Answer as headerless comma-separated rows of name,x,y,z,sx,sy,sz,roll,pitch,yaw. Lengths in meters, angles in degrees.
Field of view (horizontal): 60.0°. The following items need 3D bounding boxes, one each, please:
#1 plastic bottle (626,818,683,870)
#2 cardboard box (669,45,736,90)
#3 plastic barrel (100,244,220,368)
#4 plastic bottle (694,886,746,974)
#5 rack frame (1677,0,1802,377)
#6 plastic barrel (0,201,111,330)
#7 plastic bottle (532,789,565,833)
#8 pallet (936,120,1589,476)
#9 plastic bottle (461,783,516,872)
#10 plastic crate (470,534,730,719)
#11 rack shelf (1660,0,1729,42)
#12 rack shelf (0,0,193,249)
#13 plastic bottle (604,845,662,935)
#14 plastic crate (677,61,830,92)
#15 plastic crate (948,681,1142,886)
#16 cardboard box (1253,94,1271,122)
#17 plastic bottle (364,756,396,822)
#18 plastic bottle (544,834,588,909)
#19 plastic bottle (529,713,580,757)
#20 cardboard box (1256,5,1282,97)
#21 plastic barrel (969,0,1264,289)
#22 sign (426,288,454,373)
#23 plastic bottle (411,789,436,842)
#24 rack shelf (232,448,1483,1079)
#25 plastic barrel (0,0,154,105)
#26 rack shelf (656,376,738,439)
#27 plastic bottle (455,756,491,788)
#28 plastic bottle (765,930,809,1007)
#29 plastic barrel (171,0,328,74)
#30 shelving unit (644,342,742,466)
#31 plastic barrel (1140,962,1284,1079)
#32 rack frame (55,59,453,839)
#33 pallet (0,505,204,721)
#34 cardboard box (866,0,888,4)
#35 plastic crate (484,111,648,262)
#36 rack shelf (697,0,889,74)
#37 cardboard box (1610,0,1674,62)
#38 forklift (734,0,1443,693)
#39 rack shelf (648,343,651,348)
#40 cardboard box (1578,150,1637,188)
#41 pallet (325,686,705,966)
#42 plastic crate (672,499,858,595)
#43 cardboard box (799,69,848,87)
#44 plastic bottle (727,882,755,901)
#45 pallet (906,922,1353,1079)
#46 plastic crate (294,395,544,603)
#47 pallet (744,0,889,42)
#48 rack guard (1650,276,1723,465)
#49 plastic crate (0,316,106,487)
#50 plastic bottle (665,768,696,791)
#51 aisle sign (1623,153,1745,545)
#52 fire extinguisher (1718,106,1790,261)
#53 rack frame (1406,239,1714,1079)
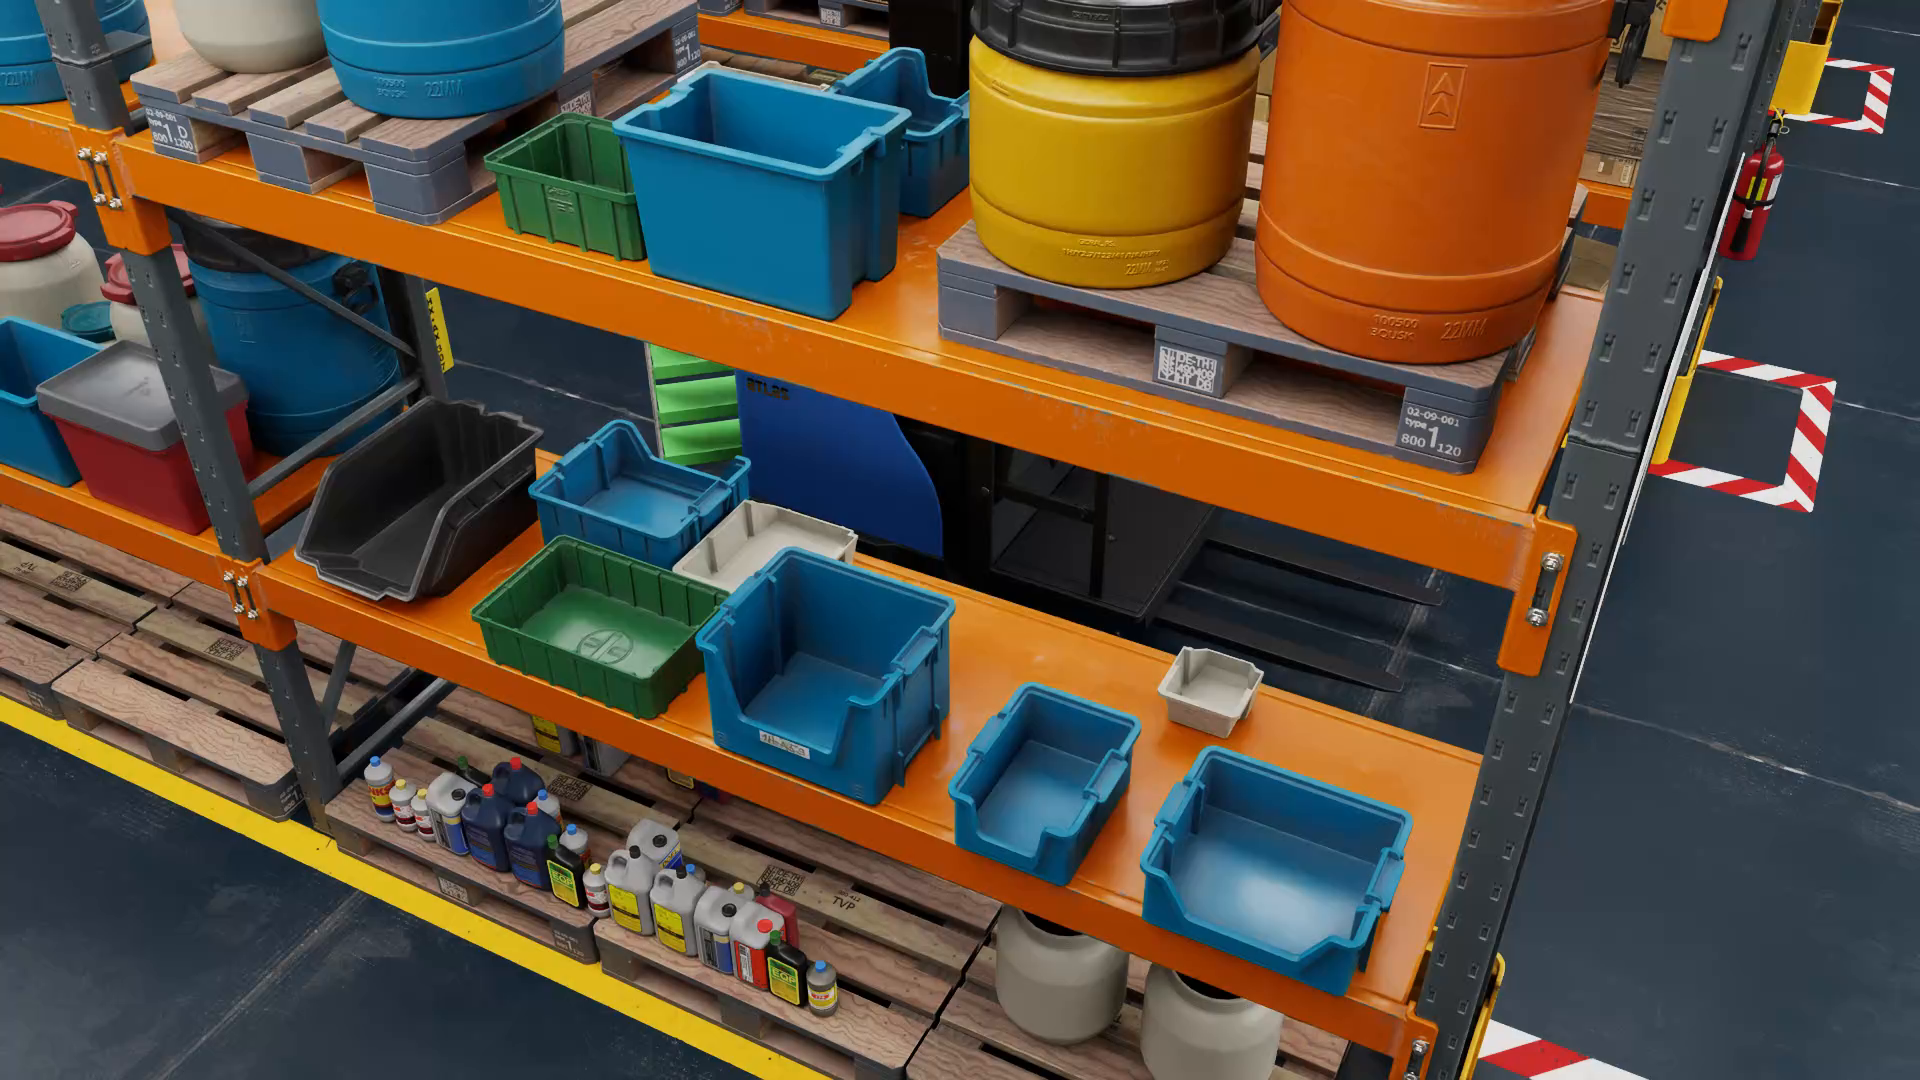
plastic bottle,-1.046,1.093,5.718,0.135,0.276,0.152,17,41,21
cardboard box,-1.828,-2.822,10.691,0.500,0.500,0.700,21,42,25
plastic barrel,-2.911,-0.786,6.192,0.433,0.535,0.433,0,37,0
plastic bottle,-0.778,1.275,5.478,0.135,0.276,0.152,16,40,20
rack frame,3.667,-1.895,7.766,0.127,3.000,1.000,17,41,21
plastic barrel,-3.563,-0.990,6.461,0.433,0.535,0.433,0,37,0
plastic bottle,-1.453,0.986,5.863,0.097,0.271,0.097,0,37,0
pallet,0.700,-0.638,3.785,1.213,0.211,1.003,17,41,21
plastic bottle,-1.637,0.979,5.807,0.185,0.351,0.144,18,41,23
plastic crate,-1.087,0.265,5.095,0.662,0.188,0.450,17,41,21
rack shelf,-0.387,-1.736,3.520,4.000,0.370,1.077,17,41,21
rack shelf,-3.939,-1.813,5.771,4.000,0.370,1.077,17,41,21
plastic bottle,-1.092,1.150,5.582,0.185,0.351,0.144,17,40,21
plastic crate,-0.552,-1.209,4.599,0.396,0.136,0.243,17,41,21
plastic crate,0.233,0.661,4.521,0.408,0.251,0.499,17,41,21
cardboard box,1.506,-2.276,8.476,0.250,0.149,0.380,17,41,21
plastic bottle,-2.081,0.887,5.993,0.097,0.271,0.097,0,37,0
plastic bottle,-1.342,1.126,5.668,0.133,0.283,0.061,19,41,23
plastic bottle,-1.525,0.633,6.262,0.185,0.351,0.144,17,41,21
cardboard box,1.829,-2.603,8.370,0.500,0.500,0.875,17,41,21
plastic barrel,0.318,-0.922,3.500,0.600,0.588,0.600,0,37,0
sign,-1.900,-0.751,6.029,0.005,0.325,0.100,17,41,21
plastic bottle,-1.901,0.972,5.940,0.097,0.201,0.097,0,37,0
rack shelf,-0.387,0.494,5.213,4.000,0.370,1.077,17,41,21
plastic barrel,-2.714,-1.768,4.702,0.708,0.901,0.600,17,41,21
rack shelf,-1.163,-0.626,7.688,0.480,0.148,0.258,-8,38,-11
plastic bottle,-1.733,0.900,5.966,0.133,0.283,0.061,17,41,21
plastic bottle,-0.555,1.373,5.344,0.133,0.283,0.061,18,41,23
plastic barrel,-1.871,-1.530,4.364,0.421,0.512,0.421,0,37,0
shelving unit,-1.163,-0.677,7.650,0.503,1.200,0.258,-8,38,-11
plastic barrel,0.770,1.446,5.075,0.421,0.512,0.421,0,37,0
rack frame,-2.163,-0.348,5.728,0.127,3.000,1.000,17,41,21
pallet,-3.965,0.226,7.277,1.213,0.211,1.003,17,41,21
cardboard box,-0.526,-3.710,9.313,1.000,1.000,1.000,18,41,22
plastic crate,-0.887,-0.874,4.115,0.450,0.188,0.336,17,41,21
rack shelf,-1.661,-3.277,10.181,4.000,0.370,1.077,17,41,21
cardboard box,3.065,-2.472,7.370,0.500,0.500,0.500,17,41,21
forklift,0.558,-0.991,6.631,3.031,2.935,1.130,18,41,22
rack shelf,-1.163,-1.009,7.398,0.480,0.148,0.258,-8,38,-11
cardboard box,3.097,-1.833,7.892,0.250,0.149,0.380,17,41,21
pallet,-1.586,0.972,6.296,1.213,0.211,1.003,17,41,21
plastic crate,-0.604,0.072,5.392,0.437,0.136,0.530,17,41,21
cardboard box,-0.835,-2.512,10.282,0.500,0.500,0.700,17,40,21
plastic bottle,-0.737,1.232,5.596,0.097,0.201,0.097,0,37,0
pallet,0.581,1.650,5.402,1.213,0.211,1.003,17,41,21
plastic crate,-1.756,-0.110,5.465,0.504,0.338,0.767,17,41,21
pallet,-0.497,-3.222,9.672,1.213,0.211,1.003,17,41,21
rack guard,3.599,-0.921,8.549,0.348,0.500,1.175,17,41,21
plastic crate,-3.285,-0.482,5.917,0.575,0.384,0.392,17,41,21
plastic bottle,-1.025,0.788,6.114,0.133,0.283,0.061,17,41,21
aisle sign,1.588,-0.409,3.658,0.004,0.787,0.394,17,41,21
fire extinguisher,3.557,-1.585,7.421,0.183,0.674,0.296,17,41,21
rack frame,1.389,0.764,4.263,0.127,3.000,1.000,17,41,21
